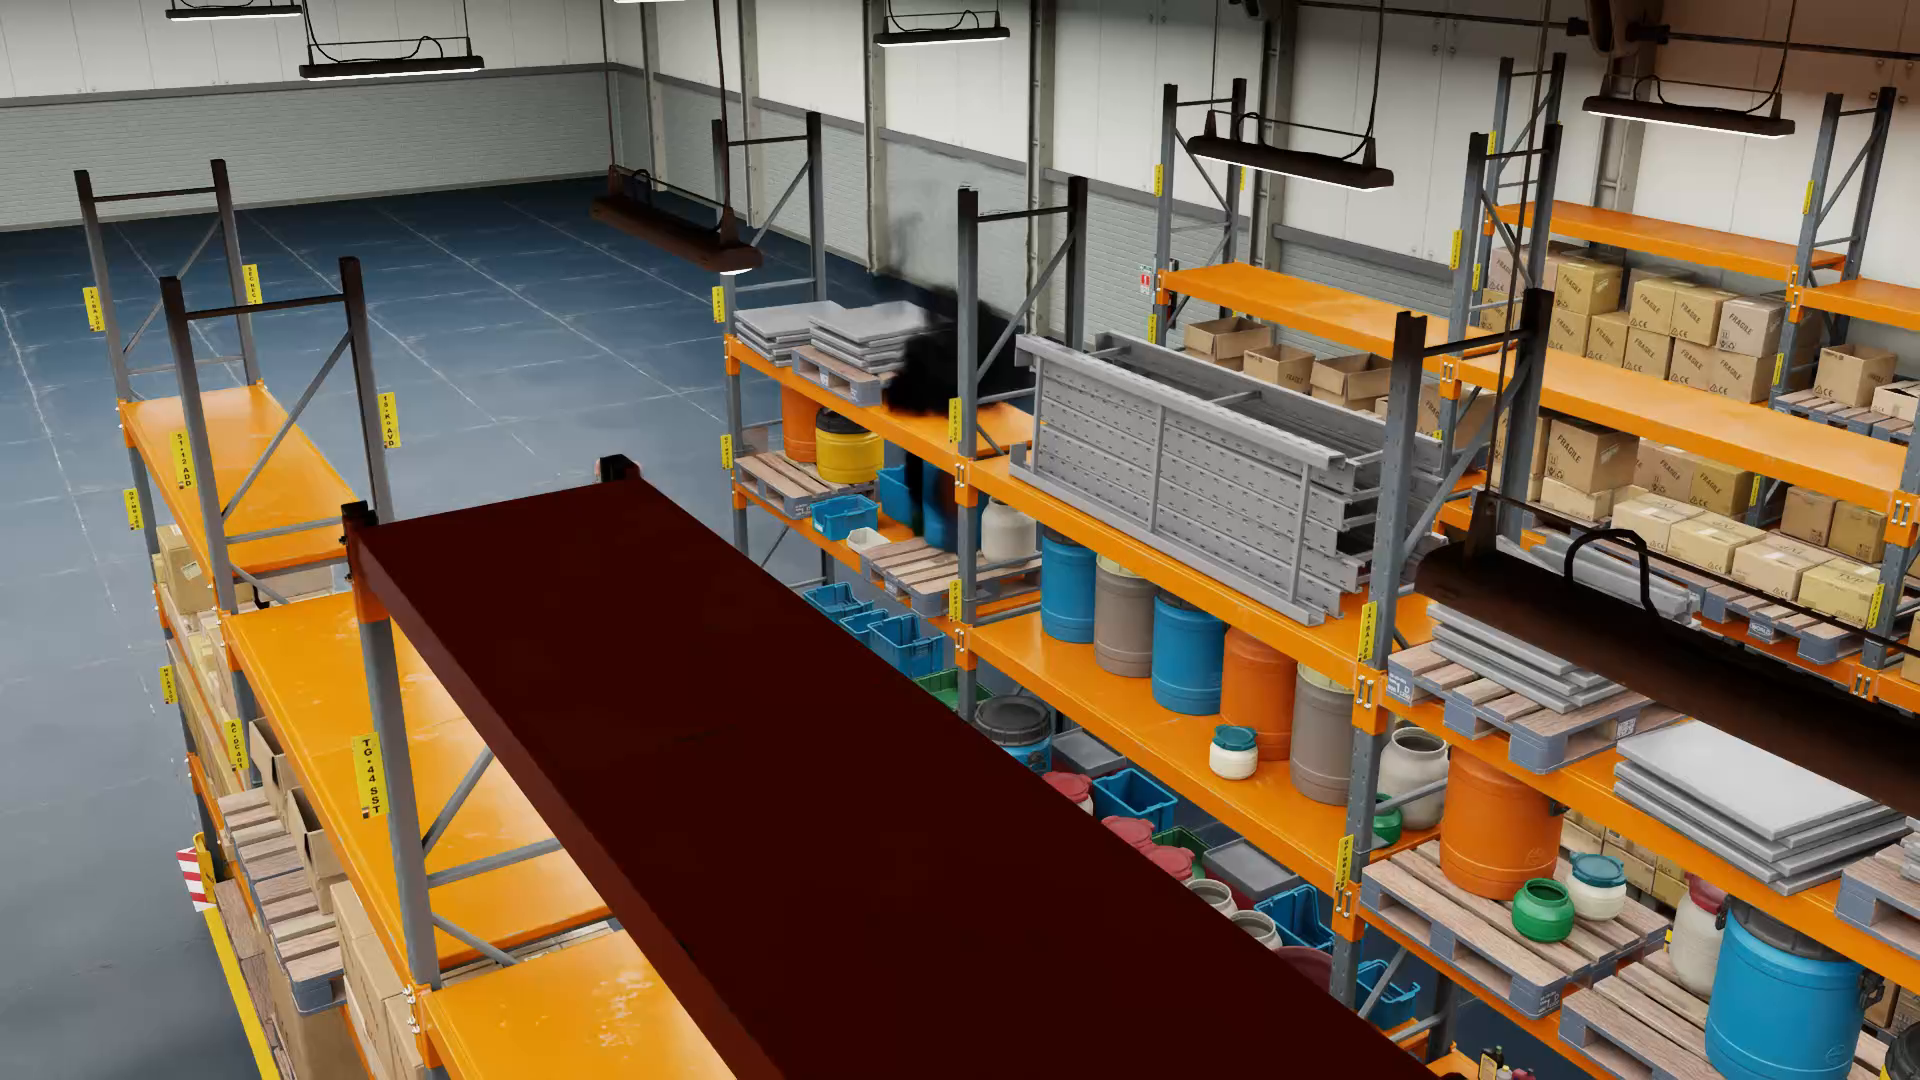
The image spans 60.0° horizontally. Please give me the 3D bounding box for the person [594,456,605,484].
[{"bbox_3d":[-4.106,-0.098,19.280,0.771,1.831,0.684,-3,22,-8],"label":"person"}]
